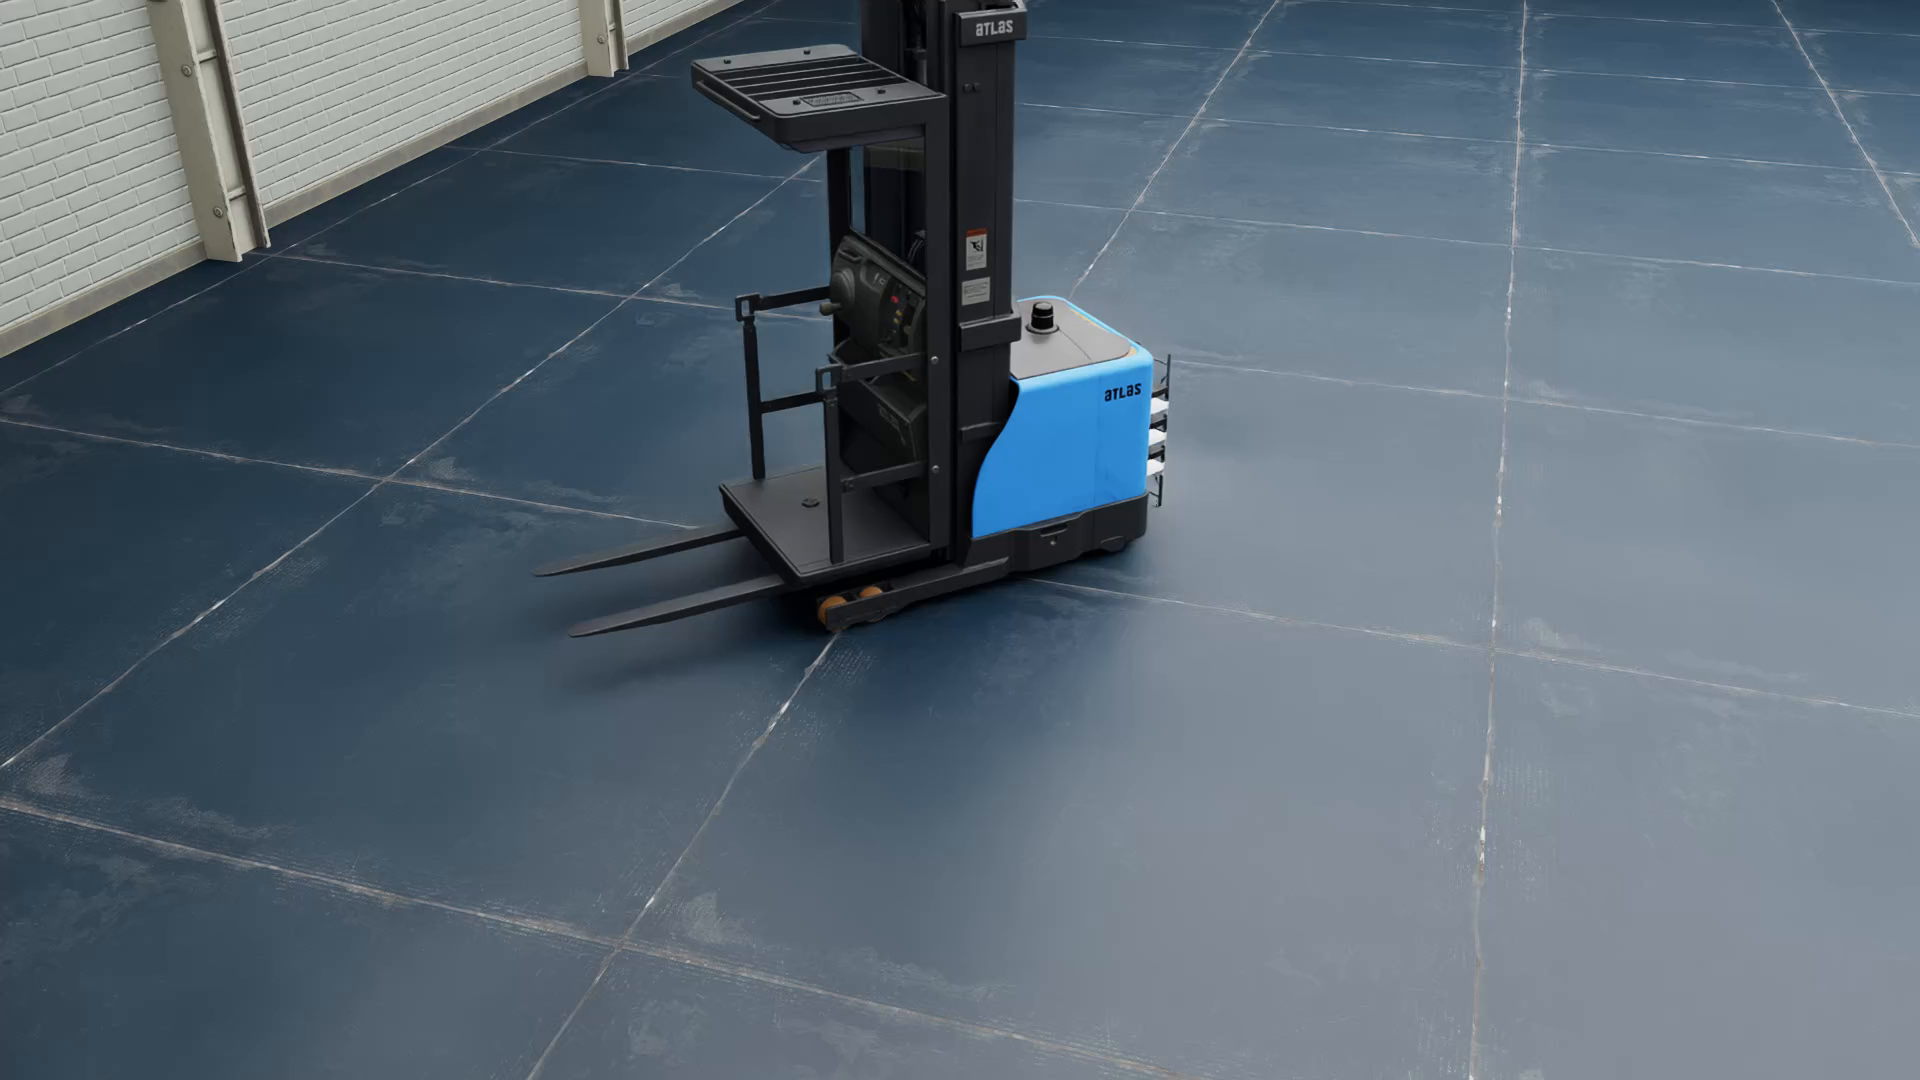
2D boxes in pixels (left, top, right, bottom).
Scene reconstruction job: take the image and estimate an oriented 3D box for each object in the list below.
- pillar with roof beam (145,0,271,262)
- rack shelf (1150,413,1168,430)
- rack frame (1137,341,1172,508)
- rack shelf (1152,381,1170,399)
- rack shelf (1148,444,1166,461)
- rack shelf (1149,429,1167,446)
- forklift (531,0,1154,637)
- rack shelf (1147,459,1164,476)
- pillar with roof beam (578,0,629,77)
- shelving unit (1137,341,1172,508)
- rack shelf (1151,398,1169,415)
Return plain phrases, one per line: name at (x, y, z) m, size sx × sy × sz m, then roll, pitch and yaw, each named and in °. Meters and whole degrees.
pillar with roof beam at (-1.405, -5.522, 9.420) m, size 9.100 × 9.000 × 0.400 m, roll 8°, pitch 30°, yaw 15°
rack shelf at (0.940, -0.629, 8.838) m, size 0.200 × 0.077 × 0.258 m, roll -23°, pitch 37°, yaw -35°
rack frame at (1.017, -0.612, 8.924) m, size 0.006 × 0.900 × 0.240 m, roll -23°, pitch 37°, yaw -35°
rack shelf at (0.940, -0.786, 8.750) m, size 0.200 × 0.077 × 0.258 m, roll -23°, pitch 37°, yaw -35°
rack shelf at (0.940, -0.471, 8.925) m, size 0.200 × 0.077 × 0.258 m, roll -23°, pitch 37°, yaw -35°
rack shelf at (0.940, -0.550, 8.882) m, size 0.200 × 0.077 × 0.258 m, roll -23°, pitch 37°, yaw -35°
forklift at (-0.574, -1.135, 7.776) m, size 3.031 × 2.935 × 1.130 m, roll -14°, pitch 32°, yaw -24°
rack shelf at (0.940, -0.393, 8.969) m, size 0.200 × 0.077 × 0.258 m, roll -23°, pitch 37°, yaw -35°
pillar with roof beam at (0.356, -8.311, 14.433) m, size 9.100 × 9.000 × 0.400 m, roll 8°, pitch 30°, yaw 15°
shelving unit at (0.940, -0.579, 8.865) m, size 0.210 × 0.900 × 0.258 m, roll -23°, pitch 37°, yaw -35°
rack shelf at (0.940, -0.707, 8.794) m, size 0.200 × 0.077 × 0.258 m, roll -23°, pitch 37°, yaw -35°
